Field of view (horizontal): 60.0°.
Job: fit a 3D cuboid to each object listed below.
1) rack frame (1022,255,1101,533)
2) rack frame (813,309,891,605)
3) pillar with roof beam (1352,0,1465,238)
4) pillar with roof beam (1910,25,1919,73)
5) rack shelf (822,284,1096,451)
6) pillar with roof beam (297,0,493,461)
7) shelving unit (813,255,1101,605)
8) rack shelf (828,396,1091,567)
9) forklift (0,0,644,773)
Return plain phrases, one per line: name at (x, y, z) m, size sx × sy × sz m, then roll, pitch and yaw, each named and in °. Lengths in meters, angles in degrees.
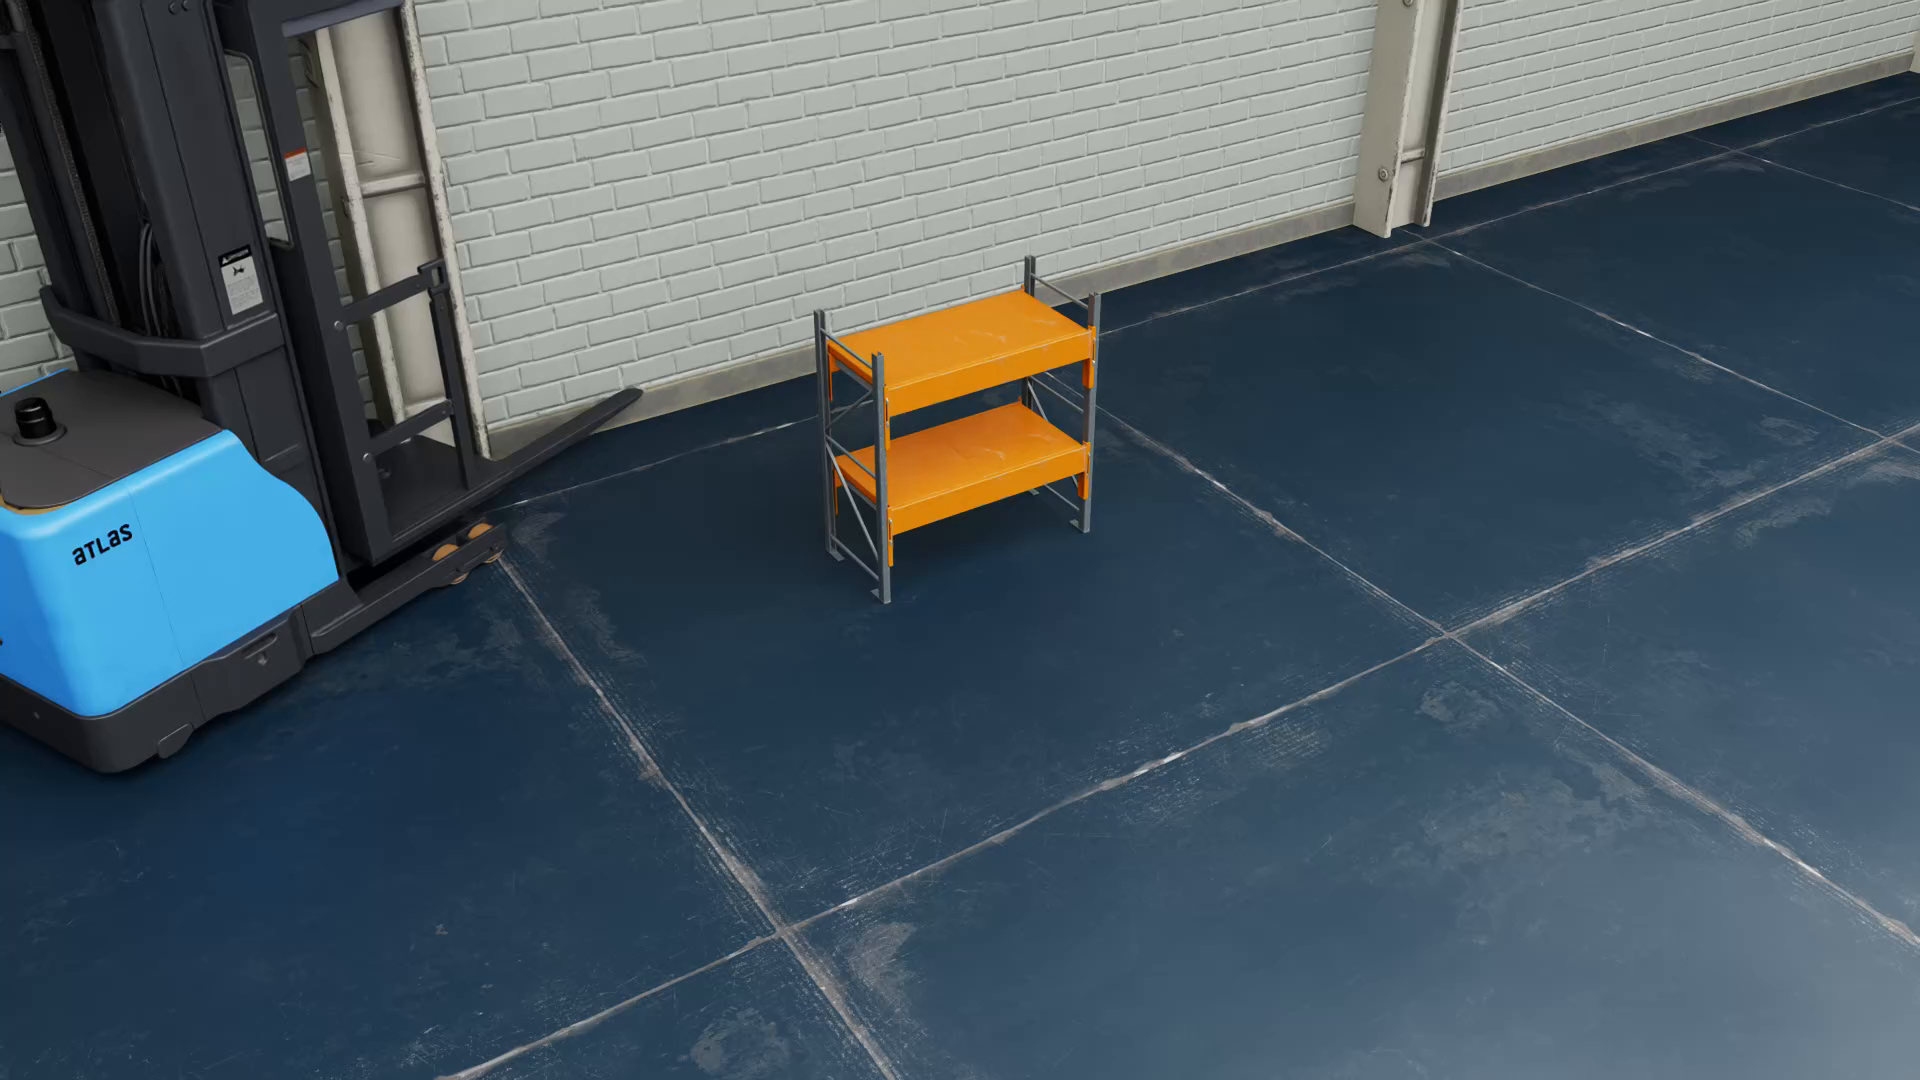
rack frame at (0.422, -0.621, 7.180) m, size 0.032 × 1.125 × 0.500 m, roll -19°, pitch 37°, yaw -27°
rack frame at (-0.433, -0.327, 6.714) m, size 0.032 × 1.125 × 0.500 m, roll -19°, pitch 37°, yaw -27°
pillar with roof beam at (5.012, -3.850, 4.918) m, size 0.400 × 9.000 × 9.100 m, roll -19°, pitch 37°, yaw -27°
pillar with roof beam at (10.055, -5.584, 7.668) m, size 0.400 × 9.000 × 9.100 m, roll -19°, pitch 37°, yaw -27°
rack shelf at (-0.006, -0.721, 6.791) m, size 1.000 × 0.278 × 0.538 m, roll -19°, pitch 37°, yaw -27°
pillar with roof beam at (-0.031, -2.115, 2.169) m, size 0.400 × 9.000 × 9.100 m, roll -19°, pitch 37°, yaw -27°
shelving unit at (-0.006, -0.474, 6.947) m, size 1.048 × 1.125 × 0.538 m, roll -19°, pitch 37°, yaw -27°
rack shelf at (-0.006, -0.267, 7.077) m, size 1.000 × 0.278 × 0.538 m, roll -19°, pitch 37°, yaw -27°
forklift at (-2.594, -1.174, 6.365) m, size 1.130 × 2.935 × 3.031 m, roll 18°, pitch 37°, yaw 26°
